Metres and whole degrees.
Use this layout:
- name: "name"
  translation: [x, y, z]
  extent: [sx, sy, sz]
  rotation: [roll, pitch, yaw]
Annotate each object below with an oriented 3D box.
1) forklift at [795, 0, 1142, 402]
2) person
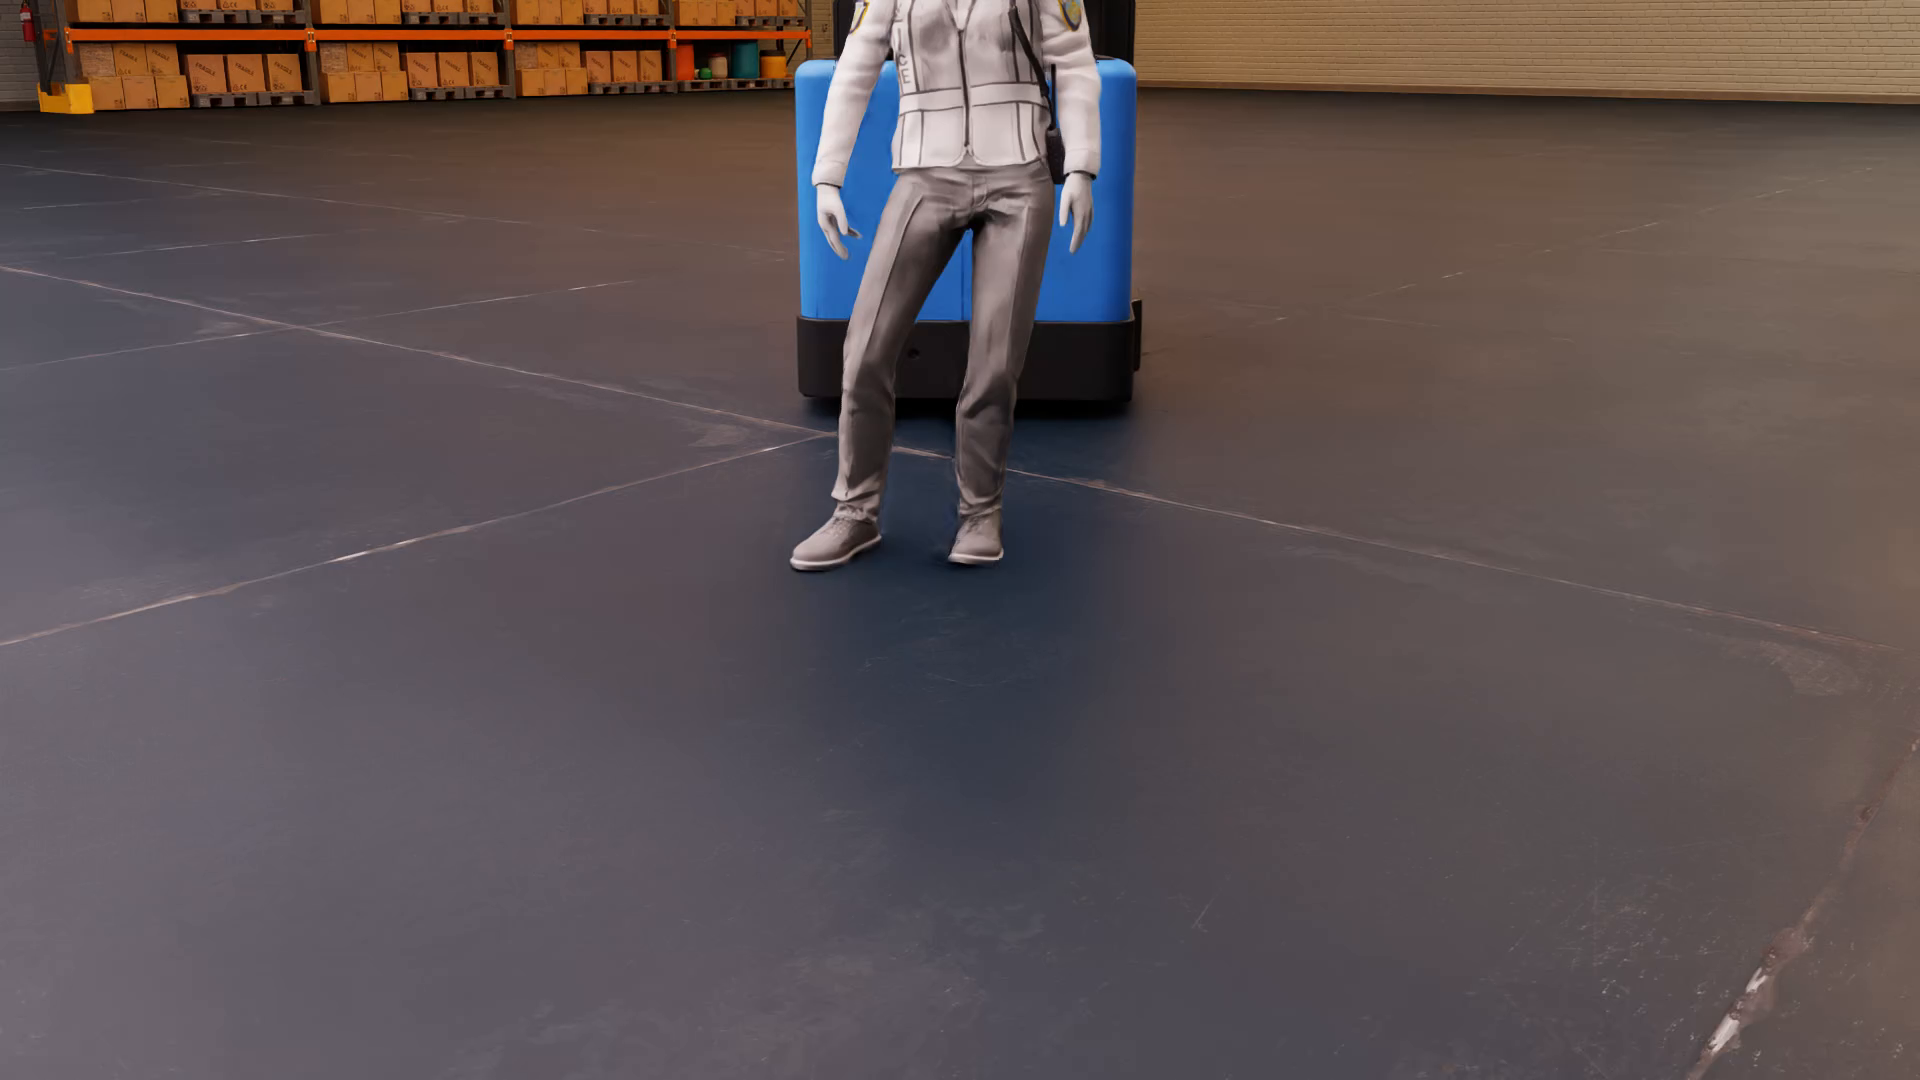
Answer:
- name: "forklift"
  translation: [0.101, -2.207, 6.166]
  extent: [1.130, 2.935, 3.031]
  rotation: [1, 17, 3]
- name: "person"
  translation: [-0.028, -0.760, 3.625]
  extent: [0.672, 1.670, 0.437]
  rotation: [2, 17, 8]
